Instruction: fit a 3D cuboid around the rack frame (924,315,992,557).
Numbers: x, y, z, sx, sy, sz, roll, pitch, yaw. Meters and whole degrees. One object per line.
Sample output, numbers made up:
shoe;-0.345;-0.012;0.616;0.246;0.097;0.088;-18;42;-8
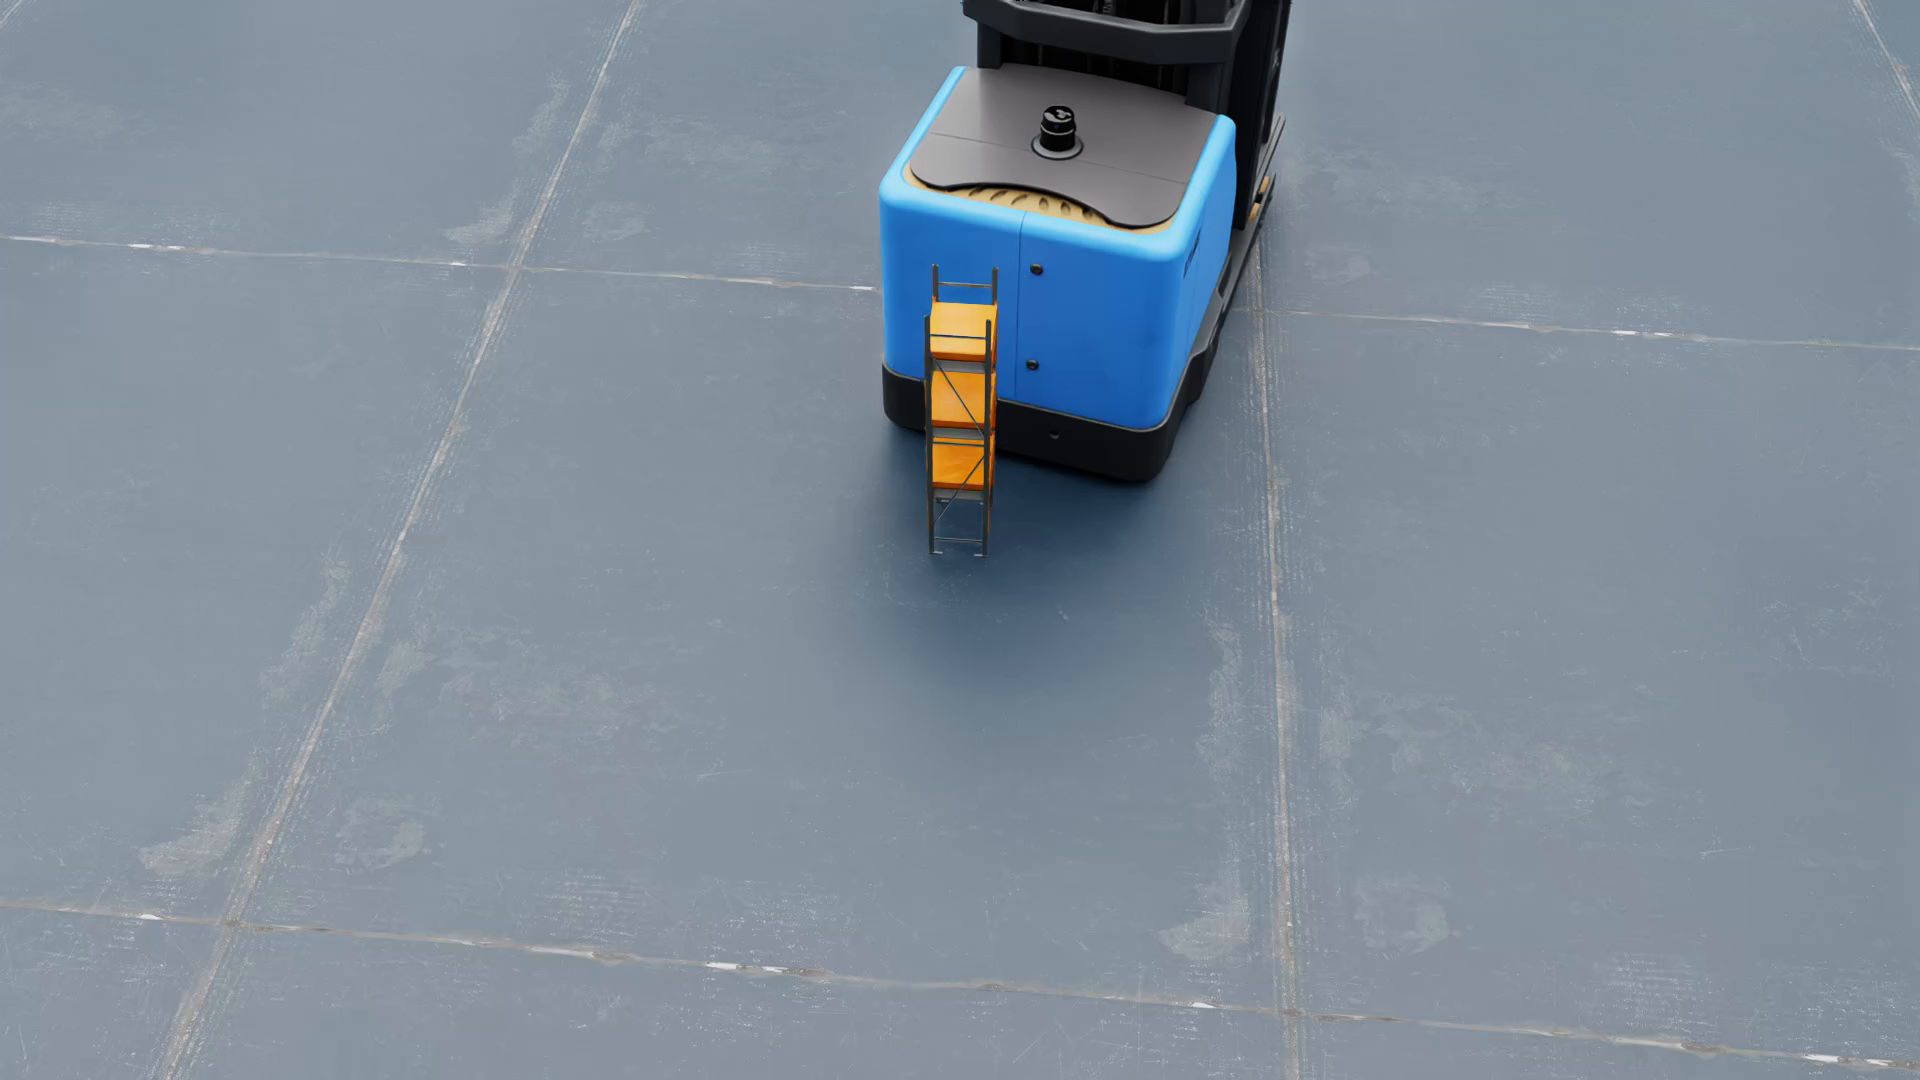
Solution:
rack frame;-0.006;-0.304;5.317;0.200;1.050;0.008;4;48;4

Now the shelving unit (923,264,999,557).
shelving unit;0.005;-0.394;5.399;0.215;1.050;0.252;4;48;4

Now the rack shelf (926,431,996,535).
rack shelf;0.005;-0.199;5.611;0.215;0.259;0.240;4;48;4

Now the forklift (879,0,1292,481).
forklift;0.683;-2.309;5.875;1.130;2.935;3.031;14;49;13

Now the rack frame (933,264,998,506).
rack frame;0.016;-0.483;5.481;0.200;1.050;0.008;4;48;4

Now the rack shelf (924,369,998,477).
rack shelf;0.005;-0.386;5.406;0.215;0.259;0.240;4;48;4

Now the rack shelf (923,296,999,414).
rack shelf;0.005;-0.578;5.197;0.215;0.259;0.240;4;48;4
